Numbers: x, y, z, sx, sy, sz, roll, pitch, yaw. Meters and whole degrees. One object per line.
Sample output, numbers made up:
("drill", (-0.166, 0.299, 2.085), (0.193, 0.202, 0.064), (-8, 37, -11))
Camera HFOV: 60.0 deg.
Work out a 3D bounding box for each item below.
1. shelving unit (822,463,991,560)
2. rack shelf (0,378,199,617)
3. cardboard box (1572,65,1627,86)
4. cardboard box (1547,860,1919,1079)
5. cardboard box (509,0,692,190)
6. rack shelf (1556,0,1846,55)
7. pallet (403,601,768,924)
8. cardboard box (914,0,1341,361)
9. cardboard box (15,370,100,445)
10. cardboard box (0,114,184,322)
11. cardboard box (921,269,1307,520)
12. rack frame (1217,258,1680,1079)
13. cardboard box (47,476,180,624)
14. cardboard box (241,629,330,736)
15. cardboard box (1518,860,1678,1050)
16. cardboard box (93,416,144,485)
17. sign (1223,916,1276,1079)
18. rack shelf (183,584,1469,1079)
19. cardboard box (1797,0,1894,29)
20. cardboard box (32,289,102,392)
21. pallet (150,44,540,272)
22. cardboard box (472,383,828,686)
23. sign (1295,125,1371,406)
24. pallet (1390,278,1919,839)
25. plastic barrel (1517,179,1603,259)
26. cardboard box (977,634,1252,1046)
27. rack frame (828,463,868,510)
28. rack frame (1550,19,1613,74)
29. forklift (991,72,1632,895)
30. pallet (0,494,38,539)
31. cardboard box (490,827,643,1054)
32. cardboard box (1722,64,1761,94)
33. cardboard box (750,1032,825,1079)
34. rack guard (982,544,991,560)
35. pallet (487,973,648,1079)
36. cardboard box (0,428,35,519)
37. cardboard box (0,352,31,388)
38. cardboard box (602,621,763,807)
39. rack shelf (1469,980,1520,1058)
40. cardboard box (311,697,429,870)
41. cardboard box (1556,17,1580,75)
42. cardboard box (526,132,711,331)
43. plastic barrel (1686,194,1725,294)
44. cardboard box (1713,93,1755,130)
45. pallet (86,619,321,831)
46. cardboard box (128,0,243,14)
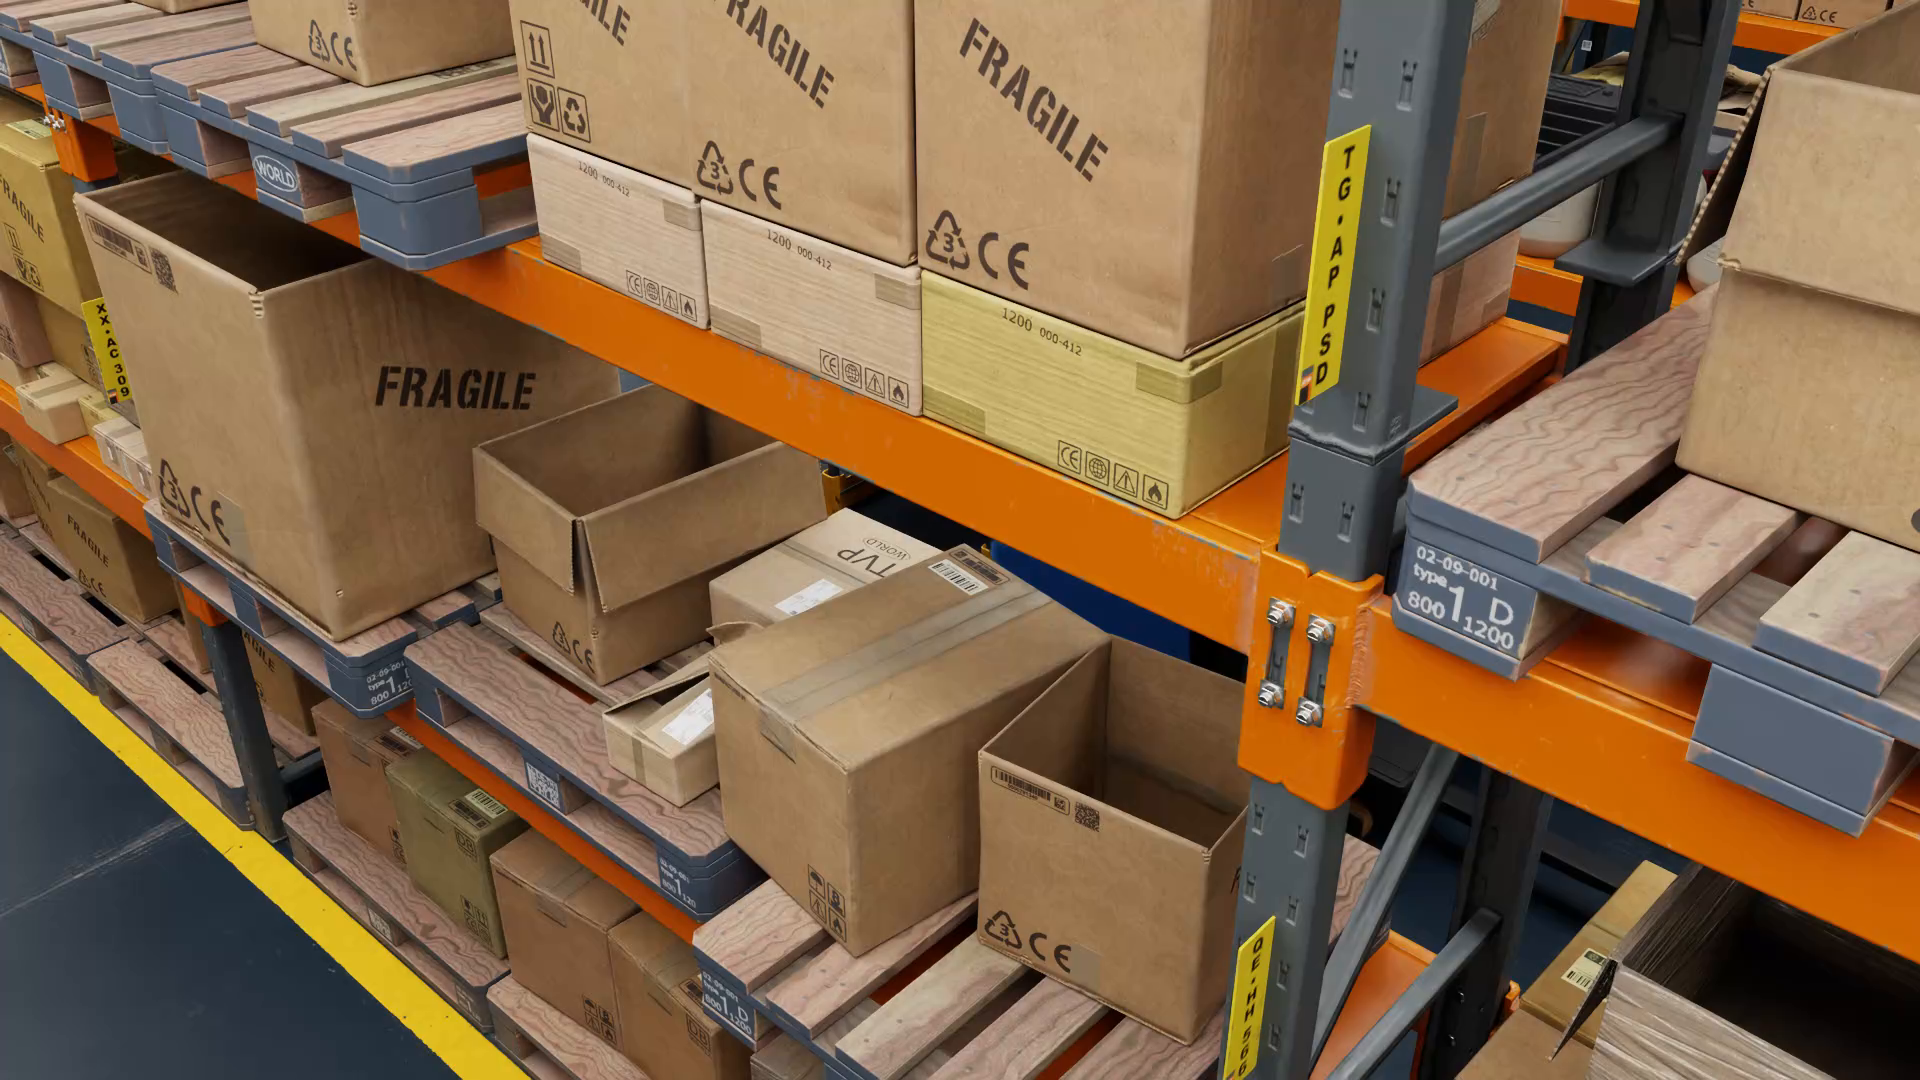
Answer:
("shelving unit", (-0.057, -0.669, 7.407), (1.083, 1.500, 0.587), (25, 39, 35))
("rack shelf", (-3.642, -0.789, 6.849), (4.000, 0.370, 1.077), (25, 39, 35))
("cardboard box", (4.630, -3.195, 11.865), (0.500, 0.311, 0.500), (25, 39, 35))
("cardboard box", (1.338, 0.766, 2.499), (0.637, 0.503, 0.797), (27, 40, 37))
("cardboard box", (-0.459, -0.982, 2.983), (0.500, 0.500, 0.500), (26, 40, 36))
("rack shelf", (5.974, -3.191, 10.840), (4.000, 0.370, 1.077), (25, 39, 35))
("pallet", (-0.689, 0.393, 4.376), (1.213, 0.211, 1.003), (25, 39, 35))
("cardboard box", (0.285, -0.632, 2.401), (0.500, 0.500, 0.500), (26, 40, 36))
("cardboard box", (-3.100, -0.502, 5.920), (0.250, 0.149, 0.380), (25, 39, 35))
("cardboard box", (-2.678, -1.054, 5.237), (0.500, 0.500, 0.500), (25, 39, 35))
("cardboard box", (0.289, -0.312, 2.597), (0.500, 0.250, 0.500), (25, 39, 35))
("rack frame", (0.806, 0.980, 3.214), (0.127, 3.000, 1.000), (25, 39, 35))
("cardboard box", (-3.372, -0.047, 6.937), (0.500, 0.500, 0.500), (21, 37, 31))
("cardboard box", (-2.429, 0.333, 6.305), (0.500, 0.500, 0.500), (24, 38, 34))
("cardboard box", (1.339, 1.013, 3.062), (0.500, 0.500, 0.500), (26, 40, 36))
("cardboard box", (-2.695, -0.349, 5.665), (0.250, 0.149, 0.380), (25, 39, 35))
("sign", (0.449, 0.728, 2.586), (0.005, 0.325, 0.100), (25, 39, 35))
("rack shelf", (-0.676, 0.596, 4.549), (4.000, 0.370, 1.077), (25, 39, 35))
("cardboard box", (5.811, -3.607, 10.736), (0.500, 0.500, 0.500), (25, 39, 35))
("cardboard box", (-2.798, -0.941, 6.019), (0.500, 0.500, 0.875), (25, 39, 35))
("pallet", (-1.002, -0.997, 3.772), (1.003, 0.211, 1.213), (25, 39, 35))
("cardboard box", (-0.812, -0.064, 4.441), (0.797, 0.503, 0.637), (-25, 39, -35))
("sign", (0.441, -0.320, 1.964), (0.005, 0.325, 0.100), (25, 39, 35))
("pallet", (1.319, -0.022, 2.153), (1.003, 0.211, 1.213), (27, 40, 37))
("plastic barrel", (2.591, -1.538, 7.265), (0.433, 0.535, 0.433), (0, 31, 0))
("cardboard box", (0.379, 0.585, 3.365), (0.500, 0.500, 0.500), (20, 36, 29))
("rack frame", (-0.440, -0.848, 7.704), (0.032, 1.500, 0.500), (25, 39, 35))
("rack frame", (4.491, -4.191, 11.804), (0.127, 3.000, 1.000), (25, 39, 35))
("forklift", (1.527, -0.476, 5.699), (3.031, 2.935, 1.130), (26, 40, 36))
("pallet", (-4.490, -0.273, 7.999), (1.213, 0.211, 1.003), (25, 39, 35))
("cardboard box", (-0.962, 1.064, 5.071), (0.500, 0.500, 0.700), (21, 37, 31))
("cardboard box", (5.374, -3.225, 11.915), (0.500, 0.311, 0.500), (26, 40, 36))
("cardboard box", (-0.124, 1.451, 4.429), (0.500, 0.500, 0.700), (21, 37, 31))
("rack guard", (0.313, 0.039, 7.443), (0.087, 0.250, 0.587), (25, 39, 35))
("pallet", (-0.672, 1.481, 5.085), (1.213, 0.211, 1.003), (25, 39, 35))
("cardboard box", (-4.207, -0.482, 7.658), (0.500, 0.500, 0.500), (-18, 36, -28))
("cardboard box", (-3.409, -0.711, 6.265), (0.250, 0.149, 0.380), (25, 39, 35))
("cardboard box", (-0.611, 0.384, 3.928), (0.258, 0.266, 0.396), (24, 38, 34))
("rack shelf", (2.289, 1.980, 2.250), (4.000, 0.370, 1.077), (25, 39, 35))
("cardboard box", (-1.718, 0.699, 5.678), (0.500, 0.500, 0.700), (22, 37, 32))
("cardboard box", (4.357, -3.795, 12.677), (0.500, 0.500, 0.500), (25, 39, 35))
("cardboard box", (-0.458, -0.653, 3.164), (0.500, 0.250, 0.500), (26, 40, 36))
("plastic barrel", (3.224, -1.236, 6.787), (0.421, 0.512, 0.421), (0, 31, 0))
("cardboard box", (5.382, -2.841, 11.277), (0.500, 0.311, 0.500), (24, 38, 34))
("pallet", (-2.681, 0.571, 6.597), (1.213, 0.211, 1.003), (25, 39, 35))
("cardboard box", (-1.877, -1.713, 4.272), (0.637, 0.503, 0.797), (23, 38, 33))
